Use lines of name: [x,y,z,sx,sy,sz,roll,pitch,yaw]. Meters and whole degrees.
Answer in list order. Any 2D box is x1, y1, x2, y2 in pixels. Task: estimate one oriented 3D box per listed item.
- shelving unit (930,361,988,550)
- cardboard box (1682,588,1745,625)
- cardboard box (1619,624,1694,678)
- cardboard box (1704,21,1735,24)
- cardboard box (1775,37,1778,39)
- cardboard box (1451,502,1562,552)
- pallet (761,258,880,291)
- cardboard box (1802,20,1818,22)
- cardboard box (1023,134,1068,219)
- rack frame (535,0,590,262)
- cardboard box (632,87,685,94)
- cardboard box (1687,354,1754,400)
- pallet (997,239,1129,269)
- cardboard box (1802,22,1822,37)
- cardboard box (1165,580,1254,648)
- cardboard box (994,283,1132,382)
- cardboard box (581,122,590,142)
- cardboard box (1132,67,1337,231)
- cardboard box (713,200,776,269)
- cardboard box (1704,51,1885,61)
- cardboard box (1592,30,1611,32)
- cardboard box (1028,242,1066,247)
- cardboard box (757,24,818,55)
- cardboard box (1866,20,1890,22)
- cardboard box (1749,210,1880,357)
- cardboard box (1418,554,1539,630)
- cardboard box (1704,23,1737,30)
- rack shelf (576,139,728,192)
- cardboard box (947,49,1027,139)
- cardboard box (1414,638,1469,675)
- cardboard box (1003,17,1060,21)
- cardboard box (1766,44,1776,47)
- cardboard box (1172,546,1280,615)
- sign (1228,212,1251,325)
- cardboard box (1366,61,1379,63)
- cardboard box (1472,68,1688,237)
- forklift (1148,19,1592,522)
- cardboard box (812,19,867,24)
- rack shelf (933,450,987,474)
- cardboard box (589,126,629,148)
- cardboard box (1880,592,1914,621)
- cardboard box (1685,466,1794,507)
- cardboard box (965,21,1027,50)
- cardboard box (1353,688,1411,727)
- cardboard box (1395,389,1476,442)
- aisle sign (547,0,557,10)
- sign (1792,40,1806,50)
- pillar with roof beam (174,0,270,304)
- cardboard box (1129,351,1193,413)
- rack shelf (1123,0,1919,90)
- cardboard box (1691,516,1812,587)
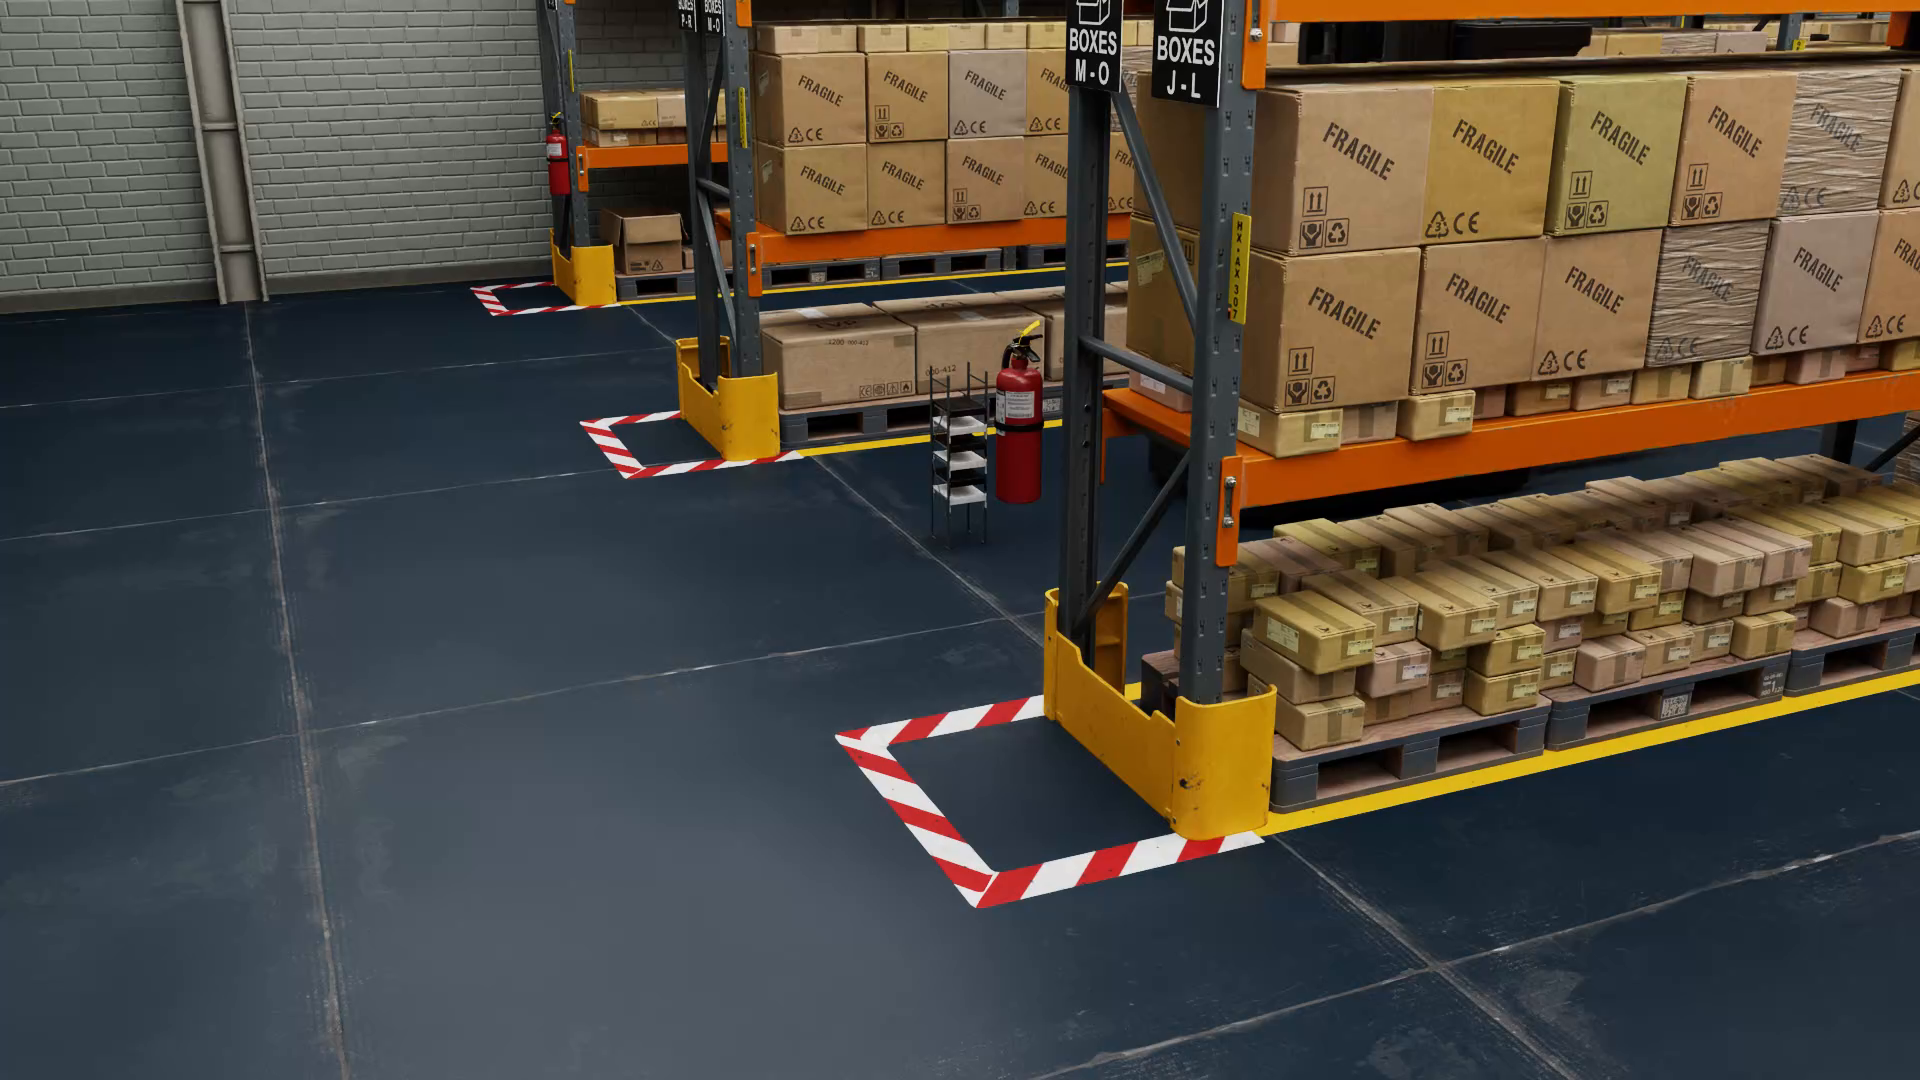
shelving unit: [-0.007,-0.423,8.370,0.210,0.900,0.258,-8,21,-22]
cardboard box: [2.906,0.191,6.676,0.250,0.149,0.380,-9,21,-24]
cardboard box: [2.652,0.388,6.563,0.250,0.149,0.380,-8,21,-22]
cardboard box: [8.733,-5.934,19.284,0.250,0.149,0.380,-9,21,-23]
cardboard box: [9.208,-5.642,18.901,0.250,0.149,0.380,-9,21,-24]
cardboard box: [2.229,-0.016,6.817,0.250,0.149,0.380,-9,21,-24]
pallet: [-1.474,-2.548,15.440,1.213,0.211,1.003,-8,21,-22]
cardboard box: [9.948,-6.074,19.682,0.250,0.149,0.380,-7,21,-20]
cardboard box: [0.511,-2.306,10.403,0.500,0.500,0.500,-7,21,-20]
rack frame: [-3.394,-3.589,14.198,0.127,3.000,1.000,-8,21,-22]
cardboard box: [-2.603,-3.867,14.767,0.500,0.250,0.500,-8,21,-22]
cardboard box: [2.725,-0.650,6.231,0.250,0.149,0.380,-8,21,-21]
pallet: [1.010,-2.918,16.492,1.213,0.211,1.003,-8,21,-22]
cardboard box: [9.645,-5.872,19.107,0.250,0.149,0.380,-8,21,-21]
cardboard box: [1.000,0.271,6.449,0.250,0.149,0.380,-9,21,-23]
cardboard box: [0.807,-1.423,11.274,0.875,0.438,0.875,-9,21,-24]
cardboard box: [-3.196,-3.596,14.596,0.250,0.149,0.380,-8,21,-23]
cardboard box: [0.950,-1.374,5.805,0.500,0.500,0.500,-9,21,-23]
cardboard box: [-1.995,-2.760,14.975,0.500,0.500,0.700,-7,21,-20]
cardboard box: [3.321,-1.707,6.749,0.500,0.500,0.500,-9,21,-24]
cardboard box: [4.438,-3.525,12.360,0.500,0.500,0.500,-8,21,-20]
cardboard box: [0.812,-3.129,16.024,0.500,0.500,0.500,-7,21,-20]
cardboard box: [-0.989,-2.863,9.503,0.250,0.149,0.380,-8,21,-21]
cardboard box: [10.837,-6.034,19.567,0.250,0.149,0.380,-8,21,-22]
cardboard box: [3.035,-1.010,6.276,0.500,0.500,0.500,-8,21,-22]
cardboard box: [1.927,0.196,6.212,0.250,0.149,0.380,-9,21,-25]
cardboard box: [8.469,-5.710,18.649,0.250,0.149,0.380,-9,21,-23]
rack shelf: [-1.558,-3.512,15.065,4.000,0.370,1.077,-8,21,-22]
cardboard box: [0.070,-2.711,10.048,0.500,0.500,0.500,-8,21,-22]
cardboard box: [1.675,0.358,6.200,0.250,0.149,0.380,-8,21,-21]
cardboard box: [0.449,-3.269,10.658,0.250,0.149,0.380,-8,21,-22]
cardboard box: [6.228,-3.658,13.164,0.500,0.500,0.500,-9,21,-23]
cardboard box: [1.014,0.140,6.373,0.250,0.149,0.380,-8,21,-21]
sign: [0.844,-0.822,5.037,0.005,0.325,0.100,-8,21,-22]
cardboard box: [2.766,-3.091,11.127,0.500,0.500,0.500,-8,21,-21]
cardboard box: [2.093,-1.346,5.726,0.500,0.500,0.500,-9,21,-23]
forklift: [2.632,-1.785,9.178,3.031,2.935,1.130,-9,21,-23]
cardboard box: [-0.747,-3.109,10.202,0.250,0.149,0.380,-8,21,-22]
rack shelf: [-0.007,-0.392,8.381,0.200,0.077,0.258,-8,21,-22]
cardboard box: [-2.984,-3.430,14.125,0.250,0.149,0.380,-8,21,-22]
cardboard box: [3.805,0.205,7.083,0.250,0.149,0.380,-8,21,-20]
cardboard box: [3.414,-0.191,7.312,0.250,0.149,0.380,-8,21,-23]
cardboard box: [0.208,-3.029,9.975,0.250,0.149,0.380,-8,21,-21]
cardboard box: [1.444,0.537,6.142,0.250,0.149,0.380,-8,21,-22]
cardboard box: [1.542,-0.469,5.715,0.250,0.149,0.380,-9,21,-23]
aisle sign: [-3.341,-4.716,13.486,0.004,0.787,0.394,-8,21,-22]
sign: [6.144,-3.505,12.217,0.005,0.325,0.100,-8,21,-22]
pillar with roof beam: [-4.522,-5.026,9.246,0.400,9.000,9.100,-8,21,-22]
cardboard box: [0.816,-0.590,6.059,0.250,0.149,0.380,-8,21,-22]
rack shelf: [2.465,-1.918,6.019,4.000,0.370,1.077,-8,21,-22]
cardboard box: [3.152,0.041,6.652,0.250,0.149,0.380,-9,21,-25]
